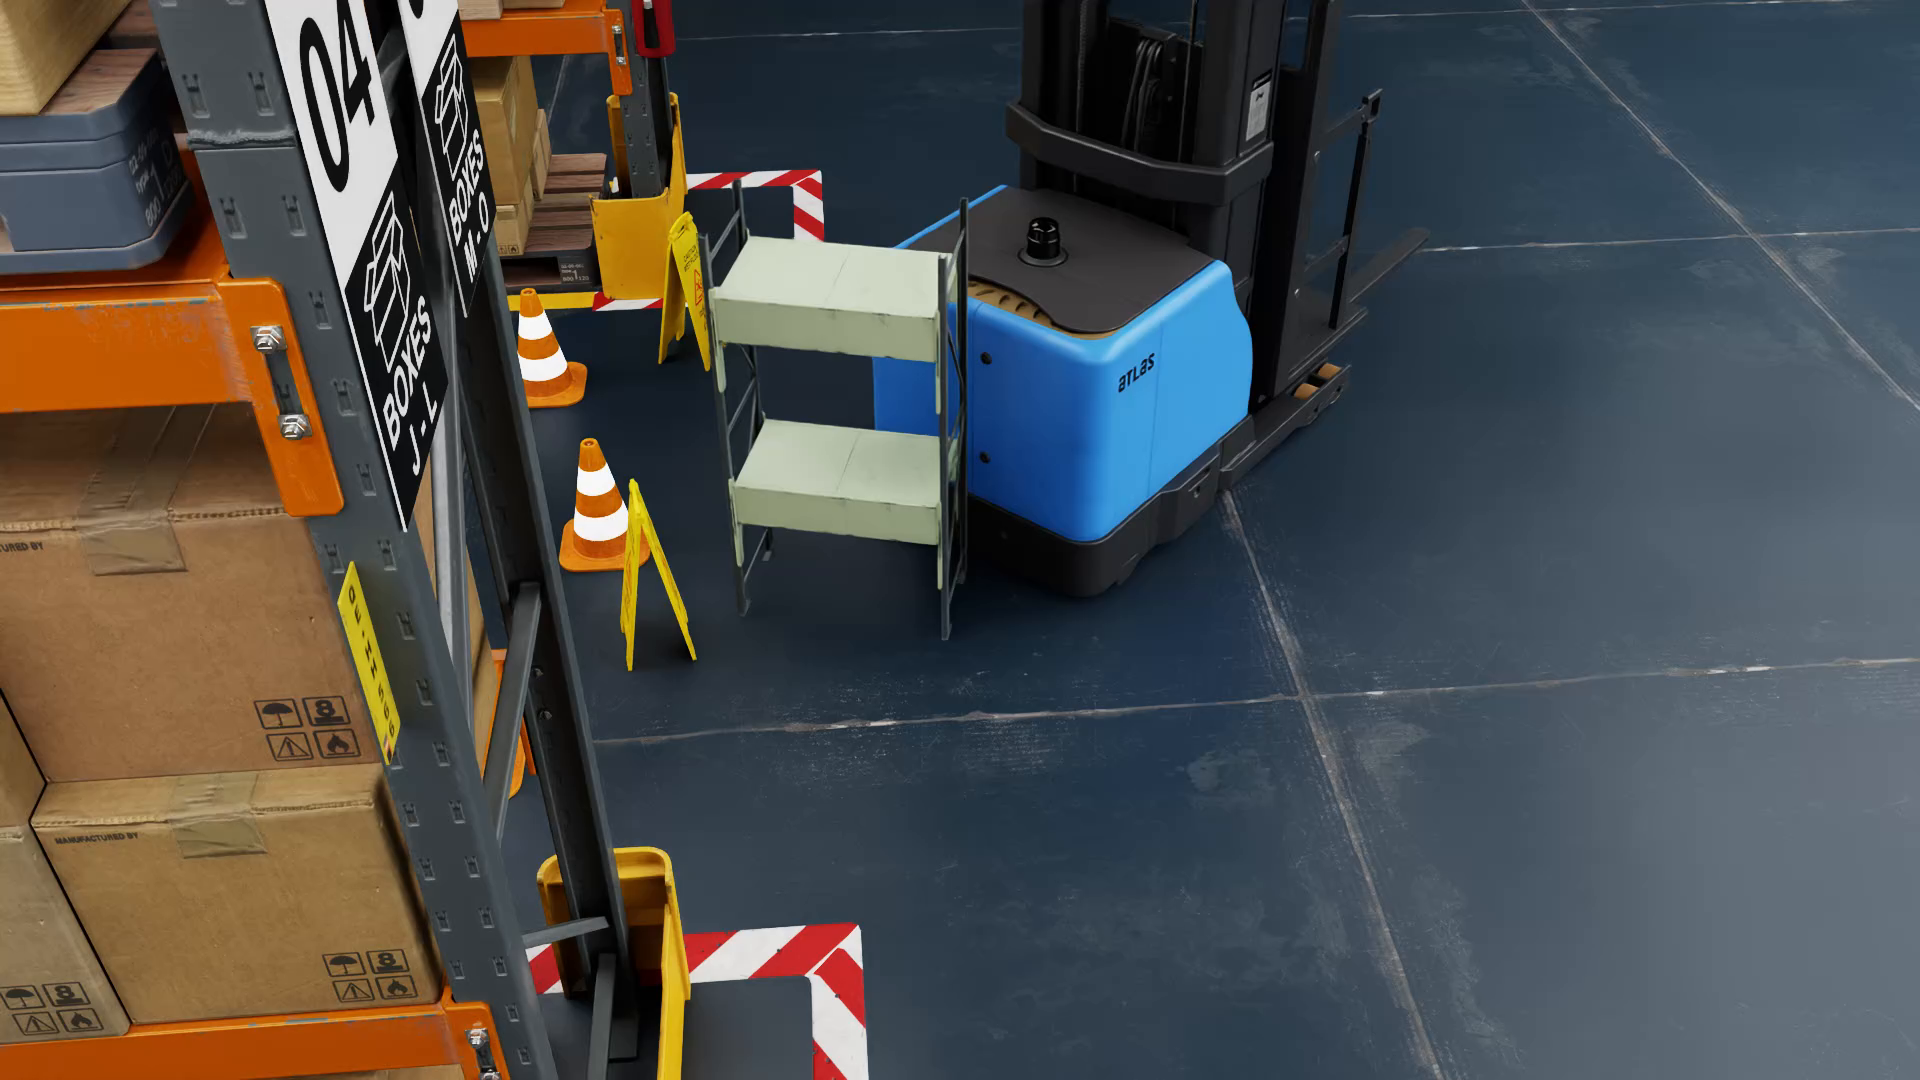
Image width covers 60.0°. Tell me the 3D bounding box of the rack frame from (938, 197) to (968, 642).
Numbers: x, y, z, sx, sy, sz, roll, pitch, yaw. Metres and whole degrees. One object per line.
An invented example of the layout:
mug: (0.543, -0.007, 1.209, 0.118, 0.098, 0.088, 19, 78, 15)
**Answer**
rack frame: (-0.019, -0.357, 5.491, 0.023, 1.500, 0.400, 6, 39, 8)

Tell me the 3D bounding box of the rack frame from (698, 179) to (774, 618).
rack frame: (-0.740, -0.437, 5.593, 0.023, 1.500, 0.400, 6, 39, 8)

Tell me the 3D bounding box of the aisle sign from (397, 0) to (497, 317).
aisle sign: (-0.864, -0.812, 2.759, 0.004, 0.787, 0.394, -3, 38, -4)

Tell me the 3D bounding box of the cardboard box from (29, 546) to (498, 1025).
cardboard box: (-1.274, 0.387, 3.217, 0.550, 0.550, 0.875, -3, 38, -4)

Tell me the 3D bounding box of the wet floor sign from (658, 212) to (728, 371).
wet floor sign: (-1.163, -1.077, 7.094, 0.232, 0.644, 0.267, 9, 39, 12)

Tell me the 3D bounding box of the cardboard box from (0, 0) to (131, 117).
cardboard box: (-1.209, -0.658, 2.024, 0.250, 0.149, 0.380, -3, 38, -4)

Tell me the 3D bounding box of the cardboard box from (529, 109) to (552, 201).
cardboard box: (-2.275, -1.863, 8.070, 0.500, 0.250, 0.500, -3, 38, -4)

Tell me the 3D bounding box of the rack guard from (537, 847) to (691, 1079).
rack guard: (-0.884, 1.377, 4.101, 0.348, 0.500, 1.175, -3, 38, -4)

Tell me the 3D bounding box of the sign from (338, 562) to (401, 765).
sign: (-0.874, 0.185, 2.467, 0.005, 0.325, 0.100, -3, 38, -4)

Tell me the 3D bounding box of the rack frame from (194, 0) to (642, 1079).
rack frame: (-0.908, 0.397, 3.325, 0.127, 3.000, 1.000, -3, 38, -4)

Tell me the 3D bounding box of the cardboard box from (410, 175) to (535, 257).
cardboard box: (-2.252, -1.525, 7.642, 0.500, 0.250, 0.500, -3, 38, -4)

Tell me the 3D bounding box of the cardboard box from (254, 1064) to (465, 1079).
cardboard box: (-1.578, 1.145, 3.754, 0.875, 0.875, 0.875, -3, 38, -4)

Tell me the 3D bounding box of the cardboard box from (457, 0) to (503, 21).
cardboard box: (-2.043, -2.318, 6.969, 0.250, 0.149, 0.380, -4, 38, -5)

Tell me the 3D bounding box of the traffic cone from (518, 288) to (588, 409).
traffic cone: (-1.761, -0.836, 6.936, 0.334, 0.463, 0.336, -3, 38, -4)

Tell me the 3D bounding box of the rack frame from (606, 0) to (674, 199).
rack frame: (-1.447, -2.651, 7.188, 0.127, 3.000, 1.000, -3, 38, -4)

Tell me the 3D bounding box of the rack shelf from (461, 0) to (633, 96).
rack shelf: (-3.439, -2.259, 7.272, 4.000, 0.370, 1.077, -3, 38, -4)

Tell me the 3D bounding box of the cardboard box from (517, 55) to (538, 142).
cardboard box: (-2.299, -2.156, 7.836, 0.500, 0.500, 0.500, -4, 38, -5)

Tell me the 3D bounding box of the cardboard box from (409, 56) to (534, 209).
cardboard box: (-2.222, -1.826, 7.418, 0.500, 0.500, 0.500, -3, 38, -4)

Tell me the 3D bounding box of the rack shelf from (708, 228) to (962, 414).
rack shelf: (-0.380, -0.703, 5.300, 0.720, 0.370, 0.431, 6, 39, 8)

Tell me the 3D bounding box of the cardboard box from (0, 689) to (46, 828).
cardboard box: (-1.821, -0.002, 2.838, 0.550, 0.550, 0.875, -3, 38, -4)

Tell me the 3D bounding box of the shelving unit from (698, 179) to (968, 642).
shelving unit: (-0.380, -0.397, 5.542, 0.755, 1.500, 0.431, 6, 39, 8)

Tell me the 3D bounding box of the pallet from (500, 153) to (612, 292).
pallet: (-2.335, -1.530, 8.018, 1.213, 0.211, 1.003, -3, 38, -4)

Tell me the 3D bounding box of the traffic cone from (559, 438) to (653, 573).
traffic cone: (-1.324, -0.170, 6.091, 0.334, 0.463, 0.336, -3, 38, -4)

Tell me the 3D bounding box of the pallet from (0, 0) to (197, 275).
pallet: (-1.646, -0.698, 2.363, 1.213, 0.211, 1.003, -3, 38, -4)

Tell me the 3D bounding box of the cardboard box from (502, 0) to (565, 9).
cardboard box: (-1.801, -2.400, 7.073, 0.250, 0.149, 0.380, -2, 38, -2)

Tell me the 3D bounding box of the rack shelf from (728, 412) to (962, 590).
rack shelf: (-0.380, -0.141, 5.744, 0.720, 0.370, 0.431, 6, 39, 8)

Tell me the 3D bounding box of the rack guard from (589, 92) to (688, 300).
rack guard: (-1.523, -1.666, 7.957, 0.348, 0.500, 1.175, -3, 38, -4)

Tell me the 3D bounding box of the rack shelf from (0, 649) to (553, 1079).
rack shelf: (-2.900, 0.790, 3.408, 4.000, 0.370, 1.077, -3, 38, -4)

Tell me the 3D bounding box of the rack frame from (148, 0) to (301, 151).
rack frame: (-0.908, -1.958, 1.466, 0.127, 3.000, 1.000, -3, 38, -4)

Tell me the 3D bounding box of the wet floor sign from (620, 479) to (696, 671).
wet floor sign: (-1.055, 0.098, 5.604, 0.232, 0.644, 0.267, -9, 39, -12)

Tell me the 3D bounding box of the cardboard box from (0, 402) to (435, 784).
cardboard box: (-1.281, -0.089, 2.948, 0.550, 0.550, 0.875, -3, 38, -4)

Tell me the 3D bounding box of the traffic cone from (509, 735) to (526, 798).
traffic cone: (-1.563, 0.546, 5.184, 0.334, 0.463, 0.336, -3, 38, -4)

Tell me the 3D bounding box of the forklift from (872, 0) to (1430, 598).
forklift: (0.977, -1.800, 6.165, 1.130, 2.935, 3.031, 26, 45, 29)

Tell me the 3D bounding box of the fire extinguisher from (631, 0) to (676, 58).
fire extinguisher: (-1.292, -2.343, 6.860, 0.183, 0.674, 0.296, -3, 38, -4)

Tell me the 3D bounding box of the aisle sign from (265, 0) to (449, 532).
aisle sign: (-0.811, -0.442, 2.290, 0.004, 0.787, 0.394, -3, 38, -4)

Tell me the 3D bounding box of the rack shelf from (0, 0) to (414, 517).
rack shelf: (-2.900, -0.388, 2.479, 4.000, 0.370, 1.077, -3, 38, -4)

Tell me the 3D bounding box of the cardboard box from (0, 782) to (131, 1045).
cardboard box: (-1.820, 0.430, 3.162, 0.550, 0.550, 0.875, -3, 38, -4)
